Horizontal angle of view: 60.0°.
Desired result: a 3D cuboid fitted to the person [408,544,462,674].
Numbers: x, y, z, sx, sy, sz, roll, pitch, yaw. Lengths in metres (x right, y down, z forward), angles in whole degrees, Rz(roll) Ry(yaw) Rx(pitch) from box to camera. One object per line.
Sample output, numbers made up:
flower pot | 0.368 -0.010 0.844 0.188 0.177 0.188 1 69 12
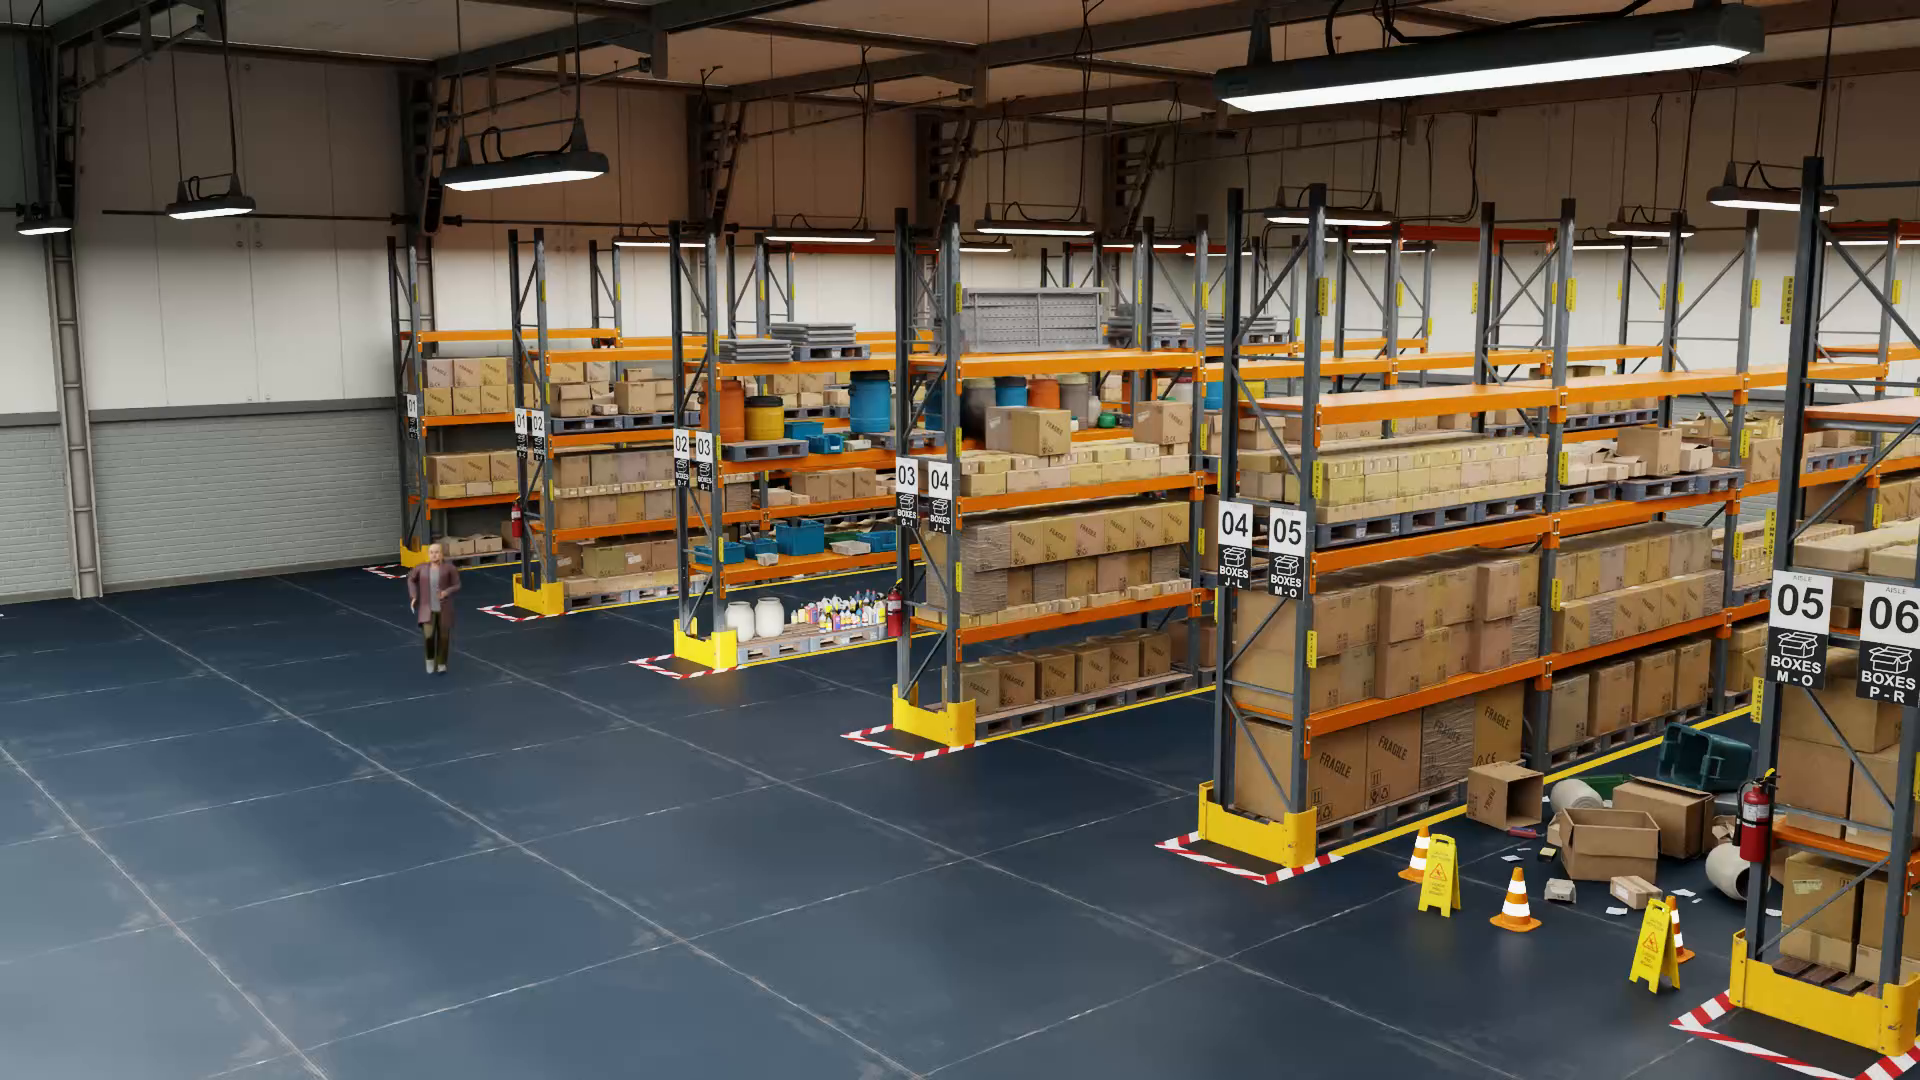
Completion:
person | -6.930 0.924 21.980 0.694 1.742 0.700 -3 9 -16

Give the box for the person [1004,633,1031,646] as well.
person | 0.722 0.612 22.613 0.545 1.698 0.651 6 11 36
